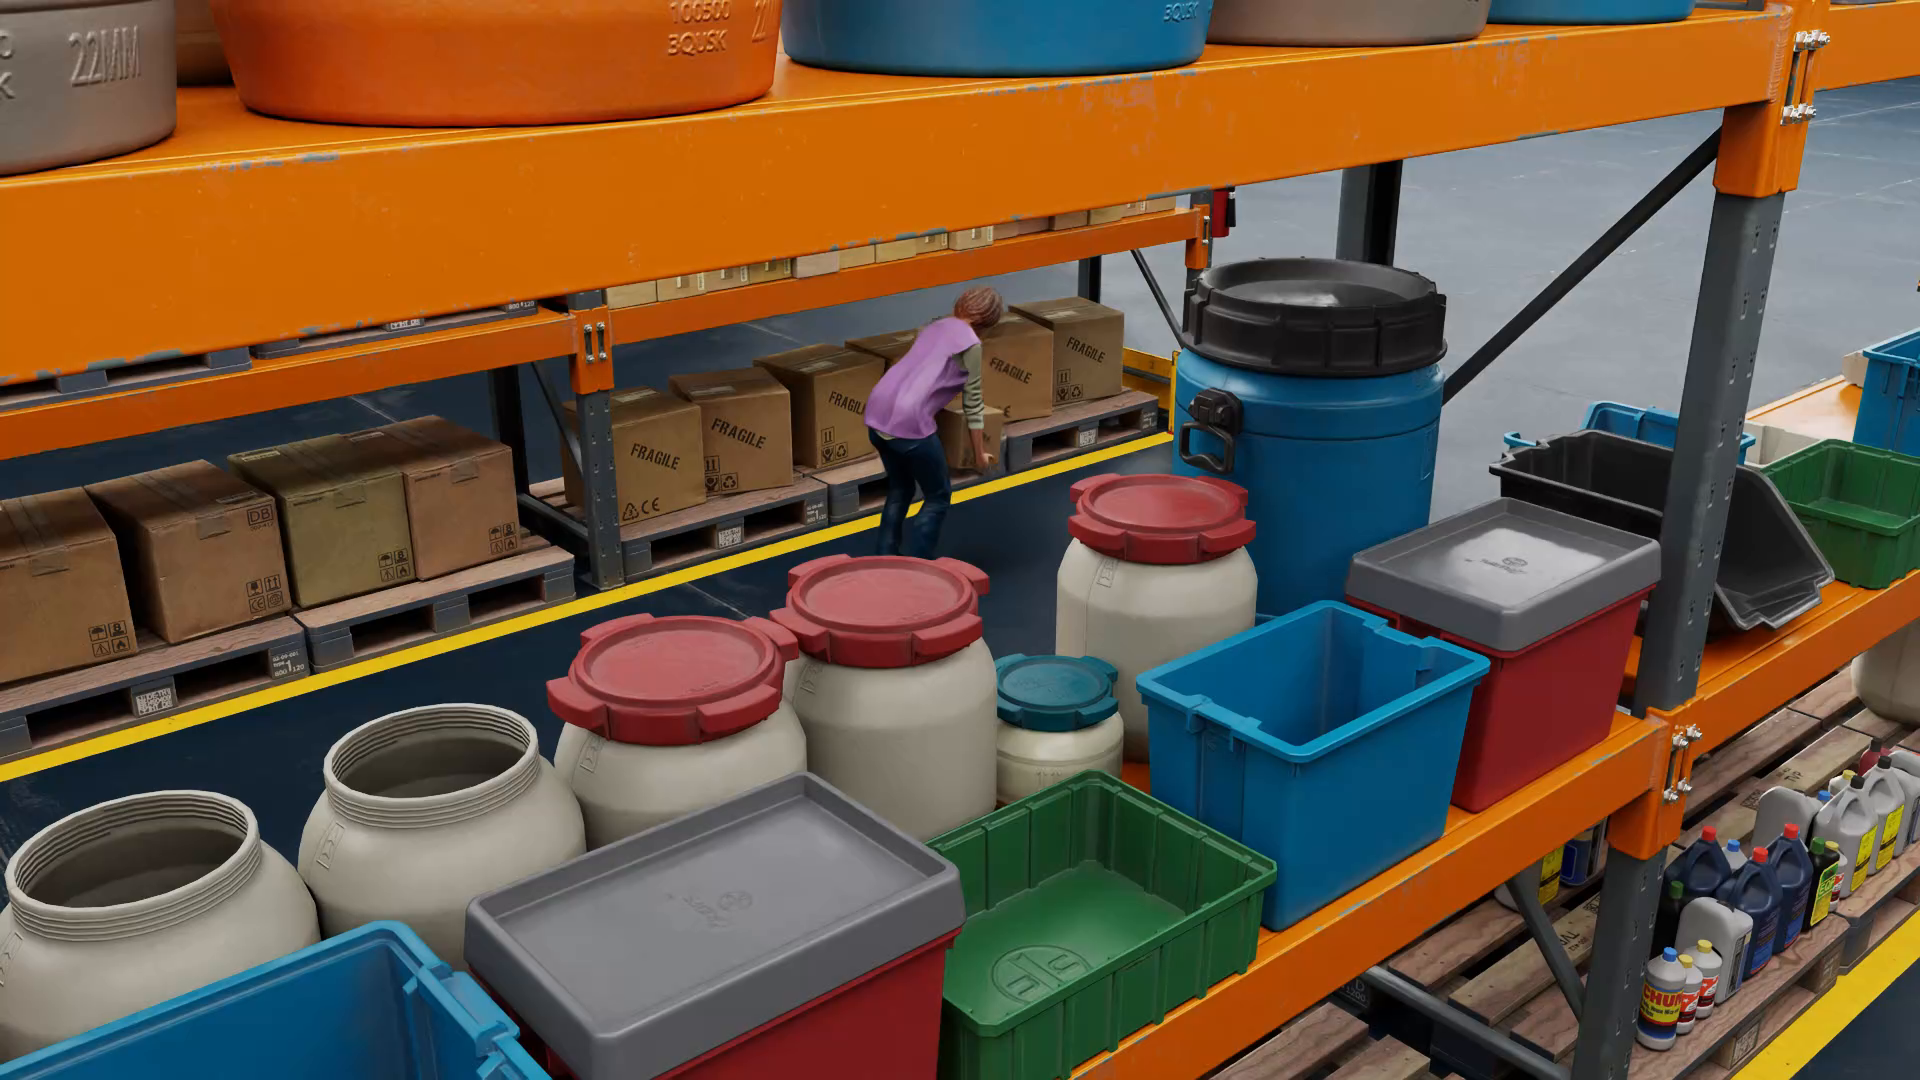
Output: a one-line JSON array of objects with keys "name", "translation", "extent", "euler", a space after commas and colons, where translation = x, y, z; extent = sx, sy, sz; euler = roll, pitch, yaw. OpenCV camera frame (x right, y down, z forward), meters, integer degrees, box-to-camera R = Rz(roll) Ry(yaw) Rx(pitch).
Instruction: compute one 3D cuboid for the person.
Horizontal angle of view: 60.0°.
[{"name": "person", "translation": [-0.100, -0.437, 7.559], "extent": [0.737, 1.355, 0.373], "euler": [-18, 28, -38]}]
